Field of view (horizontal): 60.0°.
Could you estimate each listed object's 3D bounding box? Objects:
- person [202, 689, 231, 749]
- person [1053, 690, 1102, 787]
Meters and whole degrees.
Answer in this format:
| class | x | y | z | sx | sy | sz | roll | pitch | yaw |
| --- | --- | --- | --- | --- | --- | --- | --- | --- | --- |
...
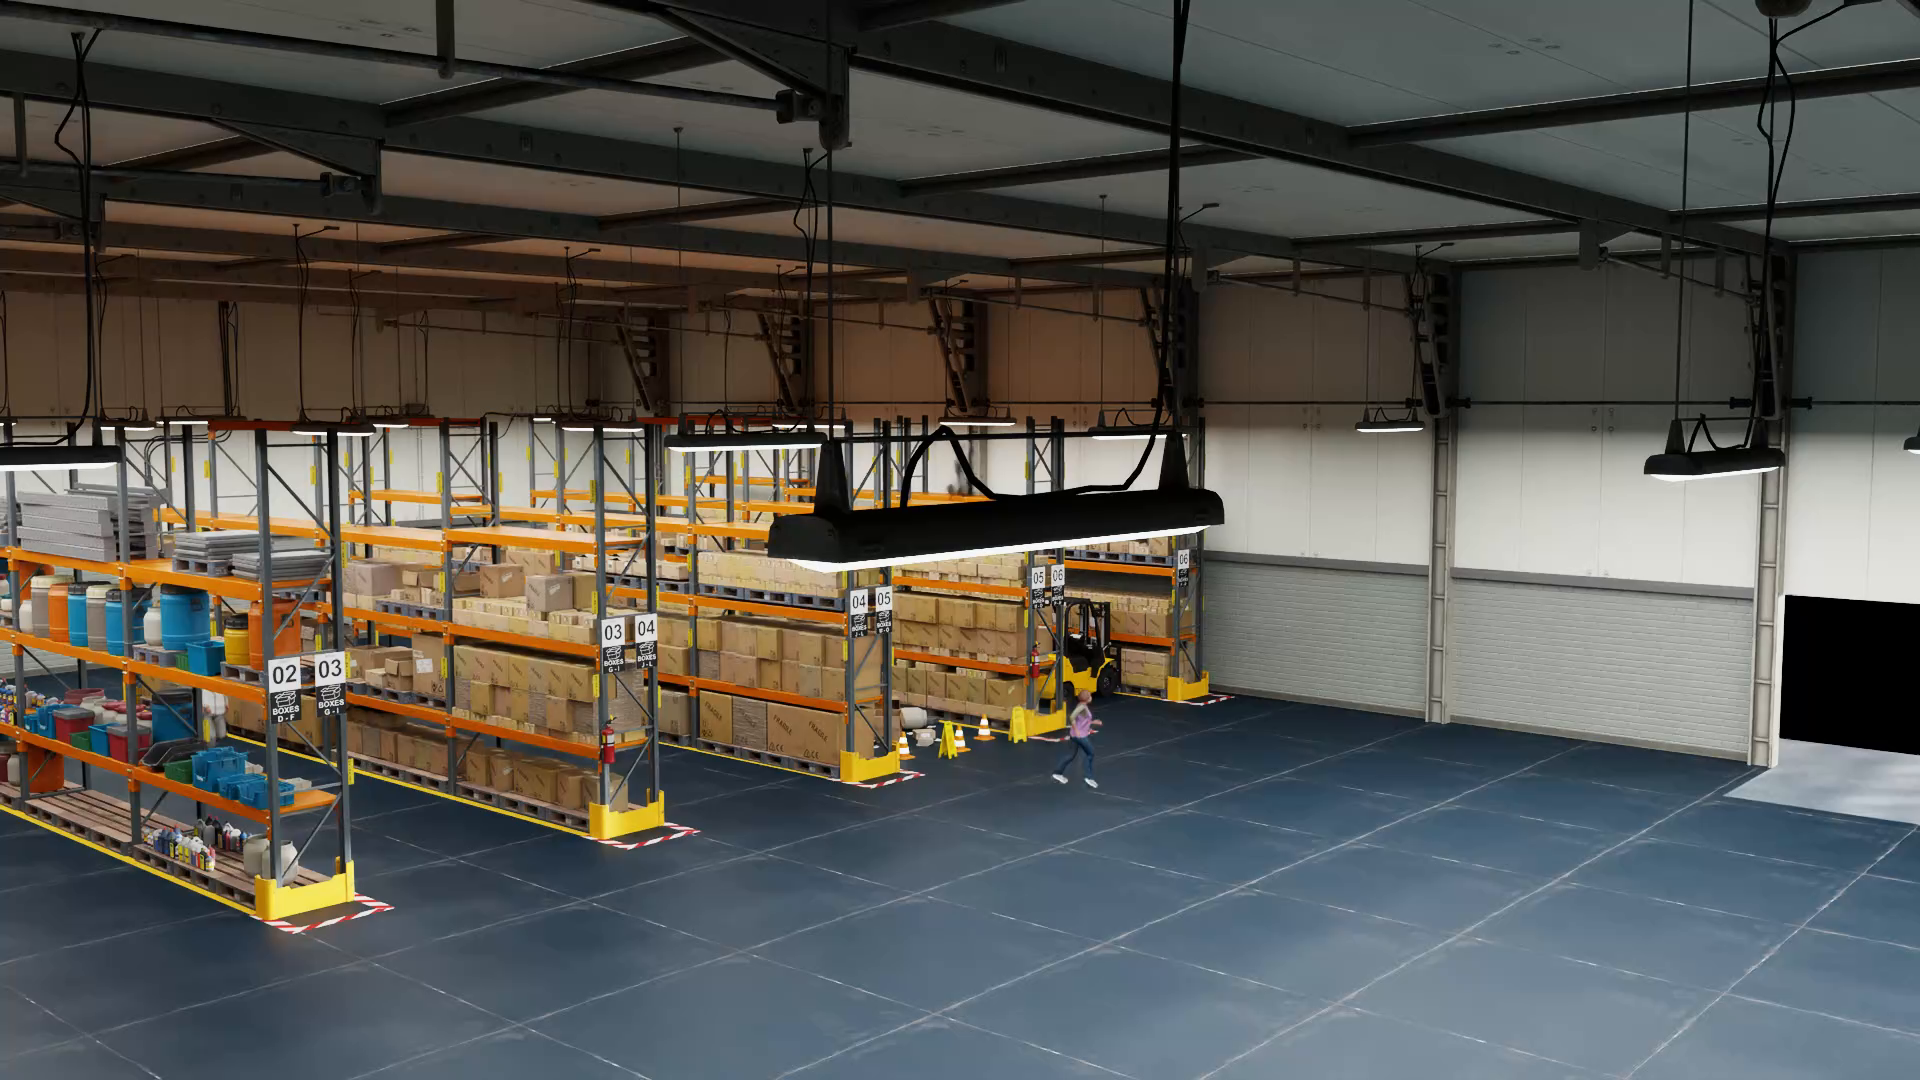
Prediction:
| class | x | y | z | sx | sy | sz | roll | pitch | yaw |
| --- | --- | --- | --- | --- | --- | --- | --- | --- | --- |
| person | -13.176 | 3.046 | 29.275 | 0.661 | 1.731 | 0.585 | -5 | 7 | -44 |
| person | 1.944 | 3.324 | 27.381 | 0.835 | 1.530 | 0.475 | -1 | 5 | -9 |
